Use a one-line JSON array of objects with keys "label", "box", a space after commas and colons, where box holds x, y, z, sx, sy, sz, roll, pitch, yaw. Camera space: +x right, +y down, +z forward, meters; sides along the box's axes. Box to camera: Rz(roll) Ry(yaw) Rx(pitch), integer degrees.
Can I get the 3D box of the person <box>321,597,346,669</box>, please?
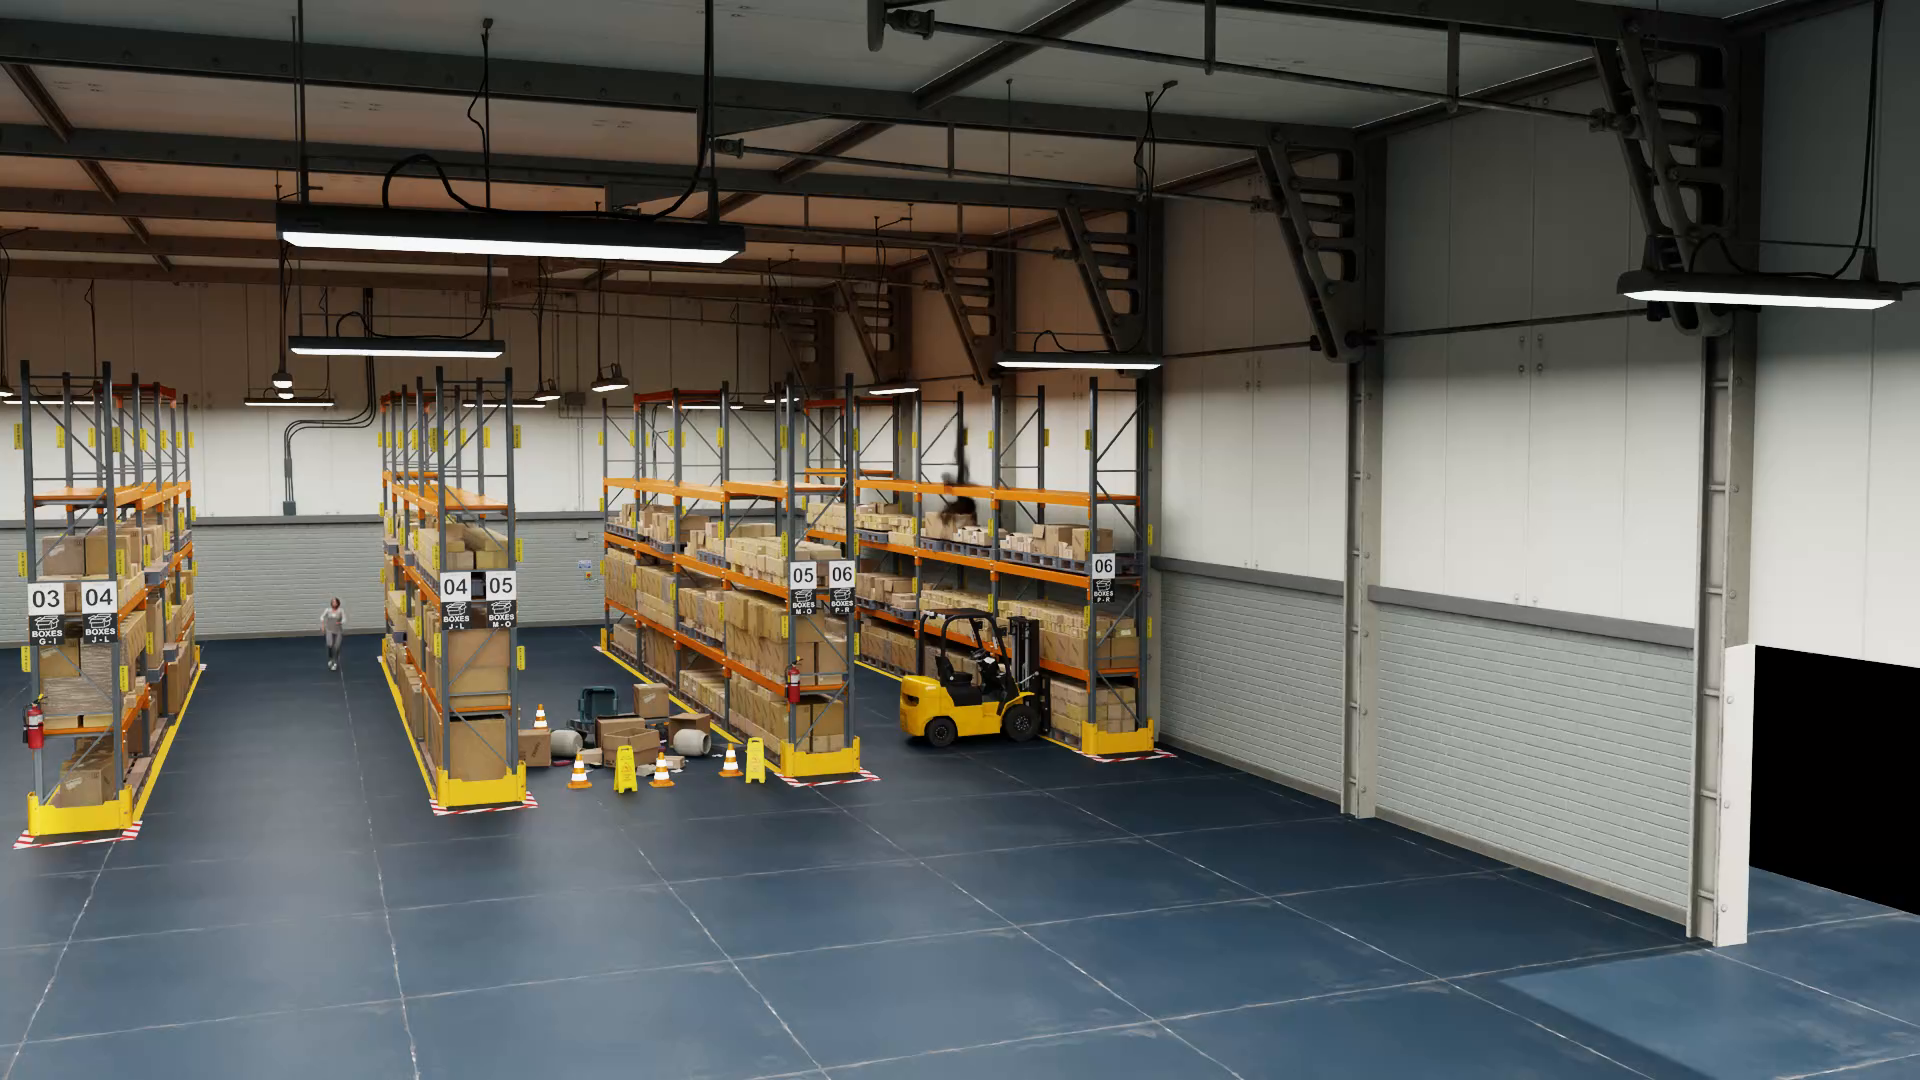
[{"label": "person", "box": [-13.605, 2.035, 36.127, 0.526, 1.572, 0.596, -1, 4, -21]}]
